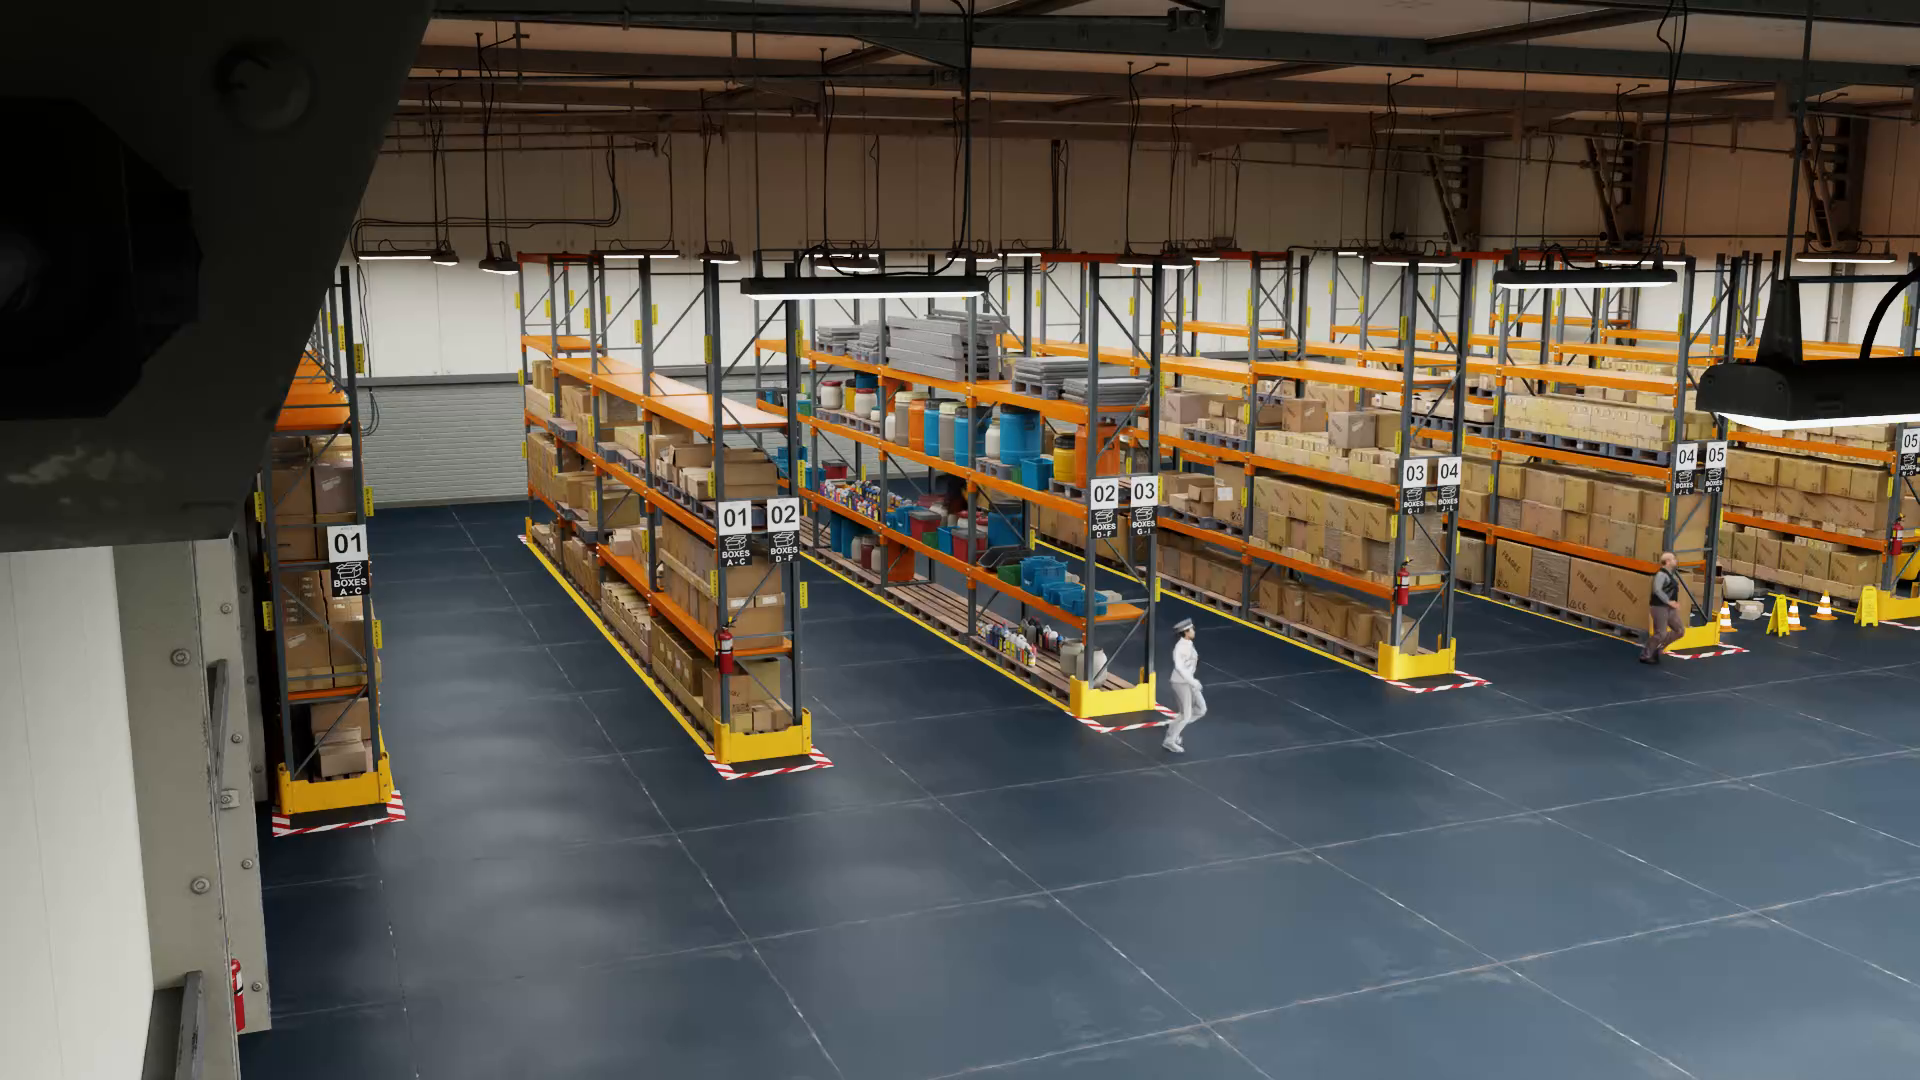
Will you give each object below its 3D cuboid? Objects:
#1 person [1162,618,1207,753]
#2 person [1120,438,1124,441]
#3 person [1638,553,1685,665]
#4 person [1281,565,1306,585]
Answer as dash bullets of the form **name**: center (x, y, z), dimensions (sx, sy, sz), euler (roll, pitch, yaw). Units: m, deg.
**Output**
- **person**: center (2.835, 1.790, 20.767), dimensions (0.512, 1.646, 0.675), euler (3, 11, 17)
- **person**: center (3.664, -1.878, 40.365), dimensions (0.728, 1.767, 0.981), euler (7, 13, 34)
- **person**: center (10.538, 1.021, 24.805), dimensions (0.575, 1.670, 0.714), euler (9, 13, 39)
- **person**: center (6.245, -0.023, 30.406), dimensions (0.691, 1.734, 0.632), euler (-5, 12, -27)
